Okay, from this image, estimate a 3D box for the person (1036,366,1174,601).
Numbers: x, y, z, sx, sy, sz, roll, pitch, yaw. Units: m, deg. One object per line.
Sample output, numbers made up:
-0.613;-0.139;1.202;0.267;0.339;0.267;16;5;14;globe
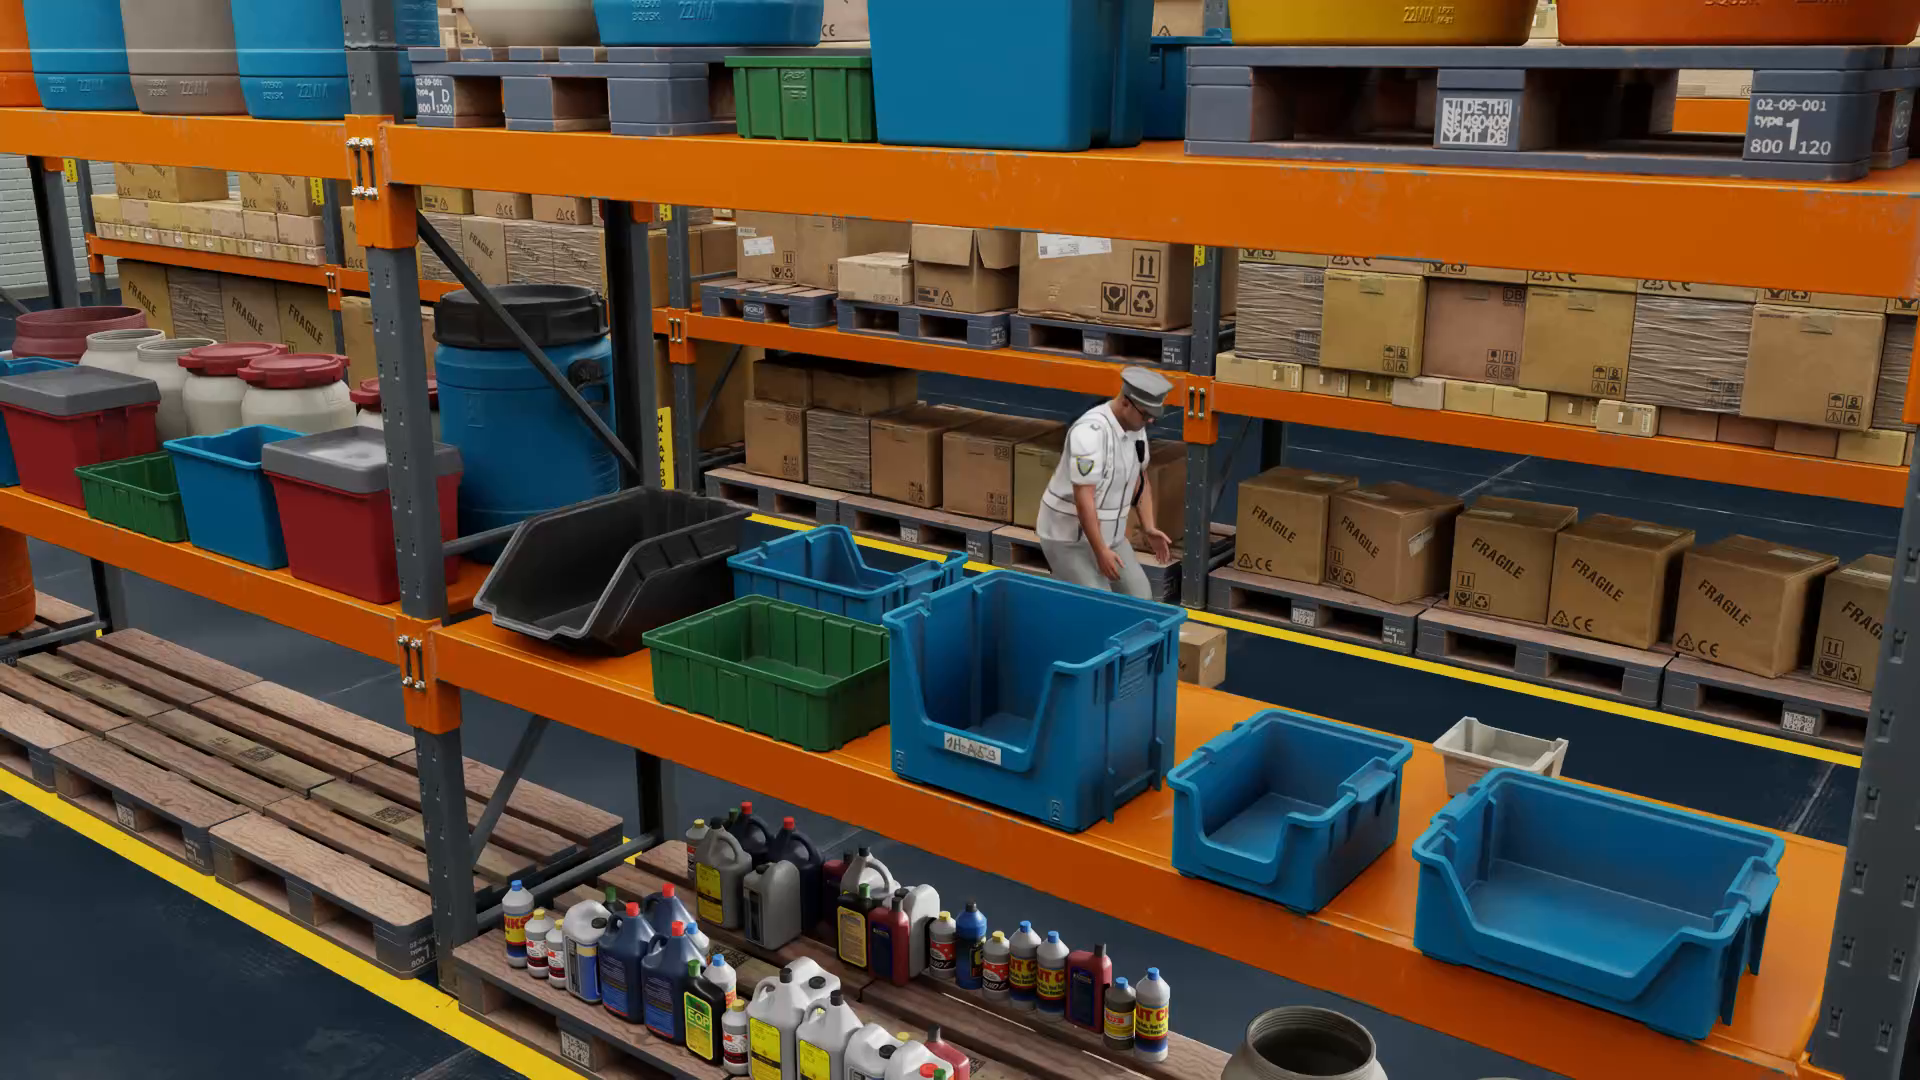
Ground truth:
0.689;-0.012;7.800;0.609;1.633;0.575;12;20;36;person
